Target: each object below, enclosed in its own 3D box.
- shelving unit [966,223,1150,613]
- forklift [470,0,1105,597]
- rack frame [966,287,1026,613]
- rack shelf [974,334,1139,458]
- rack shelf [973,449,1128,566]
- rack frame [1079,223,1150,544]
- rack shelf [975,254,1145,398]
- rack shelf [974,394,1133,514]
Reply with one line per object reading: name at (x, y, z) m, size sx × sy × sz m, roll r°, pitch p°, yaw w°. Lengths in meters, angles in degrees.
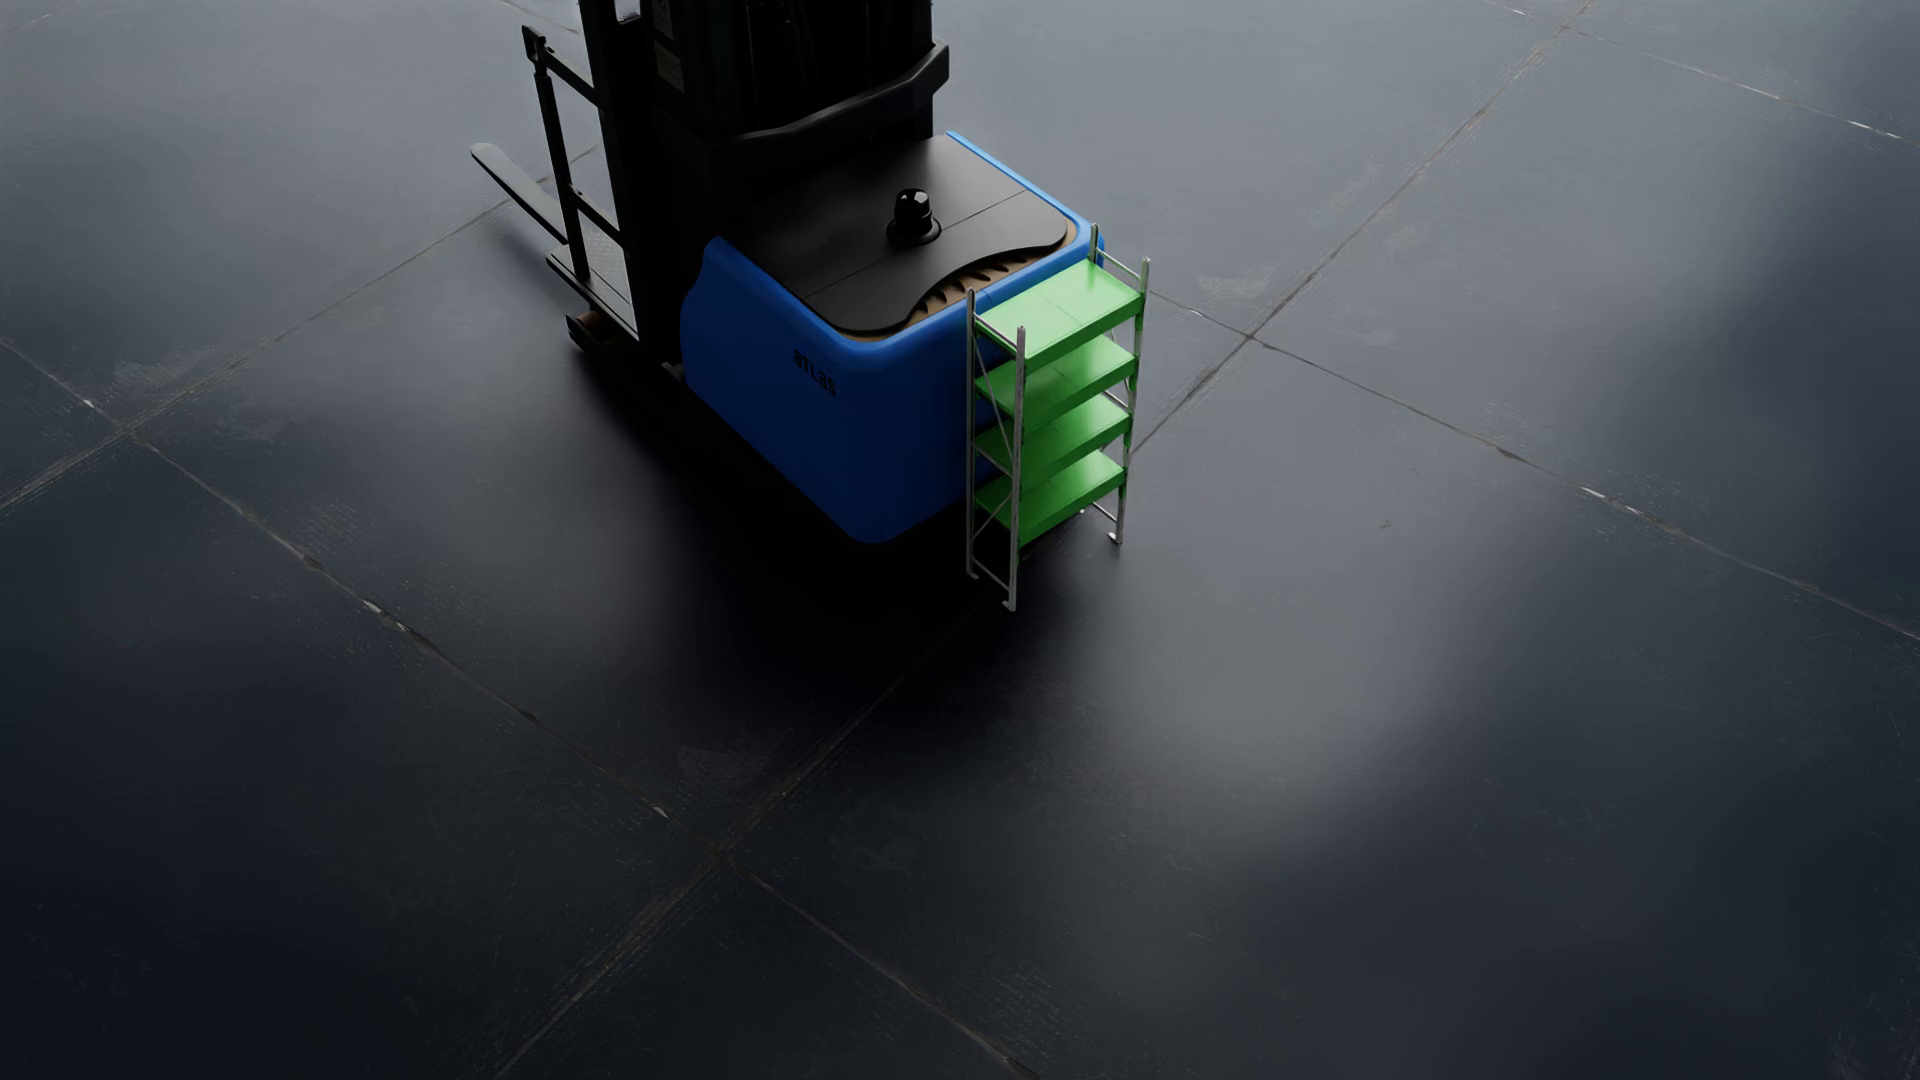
shelving unit at (0.289, -0.357, 5.261) m, size 0.503 × 1.200 × 0.258 m, roll -31°, pitch 54°, yaw -26°
forklift at (-0.854, -1.828, 5.469) m, size 1.130 × 2.935 × 3.031 m, roll -31°, pitch 54°, yaw -26°
rack frame at (0.102, -0.243, 5.153) m, size 0.015 × 1.200 × 0.240 m, roll -31°, pitch 54°, yaw -26°
rack shelf at (0.289, -0.478, 5.134) m, size 0.480 × 0.148 × 0.258 m, roll -31°, pitch 54°, yaw -26°
rack shelf at (0.289, -0.147, 5.481) m, size 0.480 × 0.148 × 0.258 m, roll -31°, pitch 54°, yaw -26°
rack frame at (0.476, -0.470, 5.369) m, size 0.015 × 1.200 × 0.240 m, roll -31°, pitch 54°, yaw -26°
rack shelf at (0.289, -0.644, 4.960) m, size 0.480 × 0.148 × 0.258 m, roll -31°, pitch 54°, yaw -26°
rack shelf at (0.289, -0.312, 5.307) m, size 0.480 × 0.148 × 0.258 m, roll -31°, pitch 54°, yaw -26°
